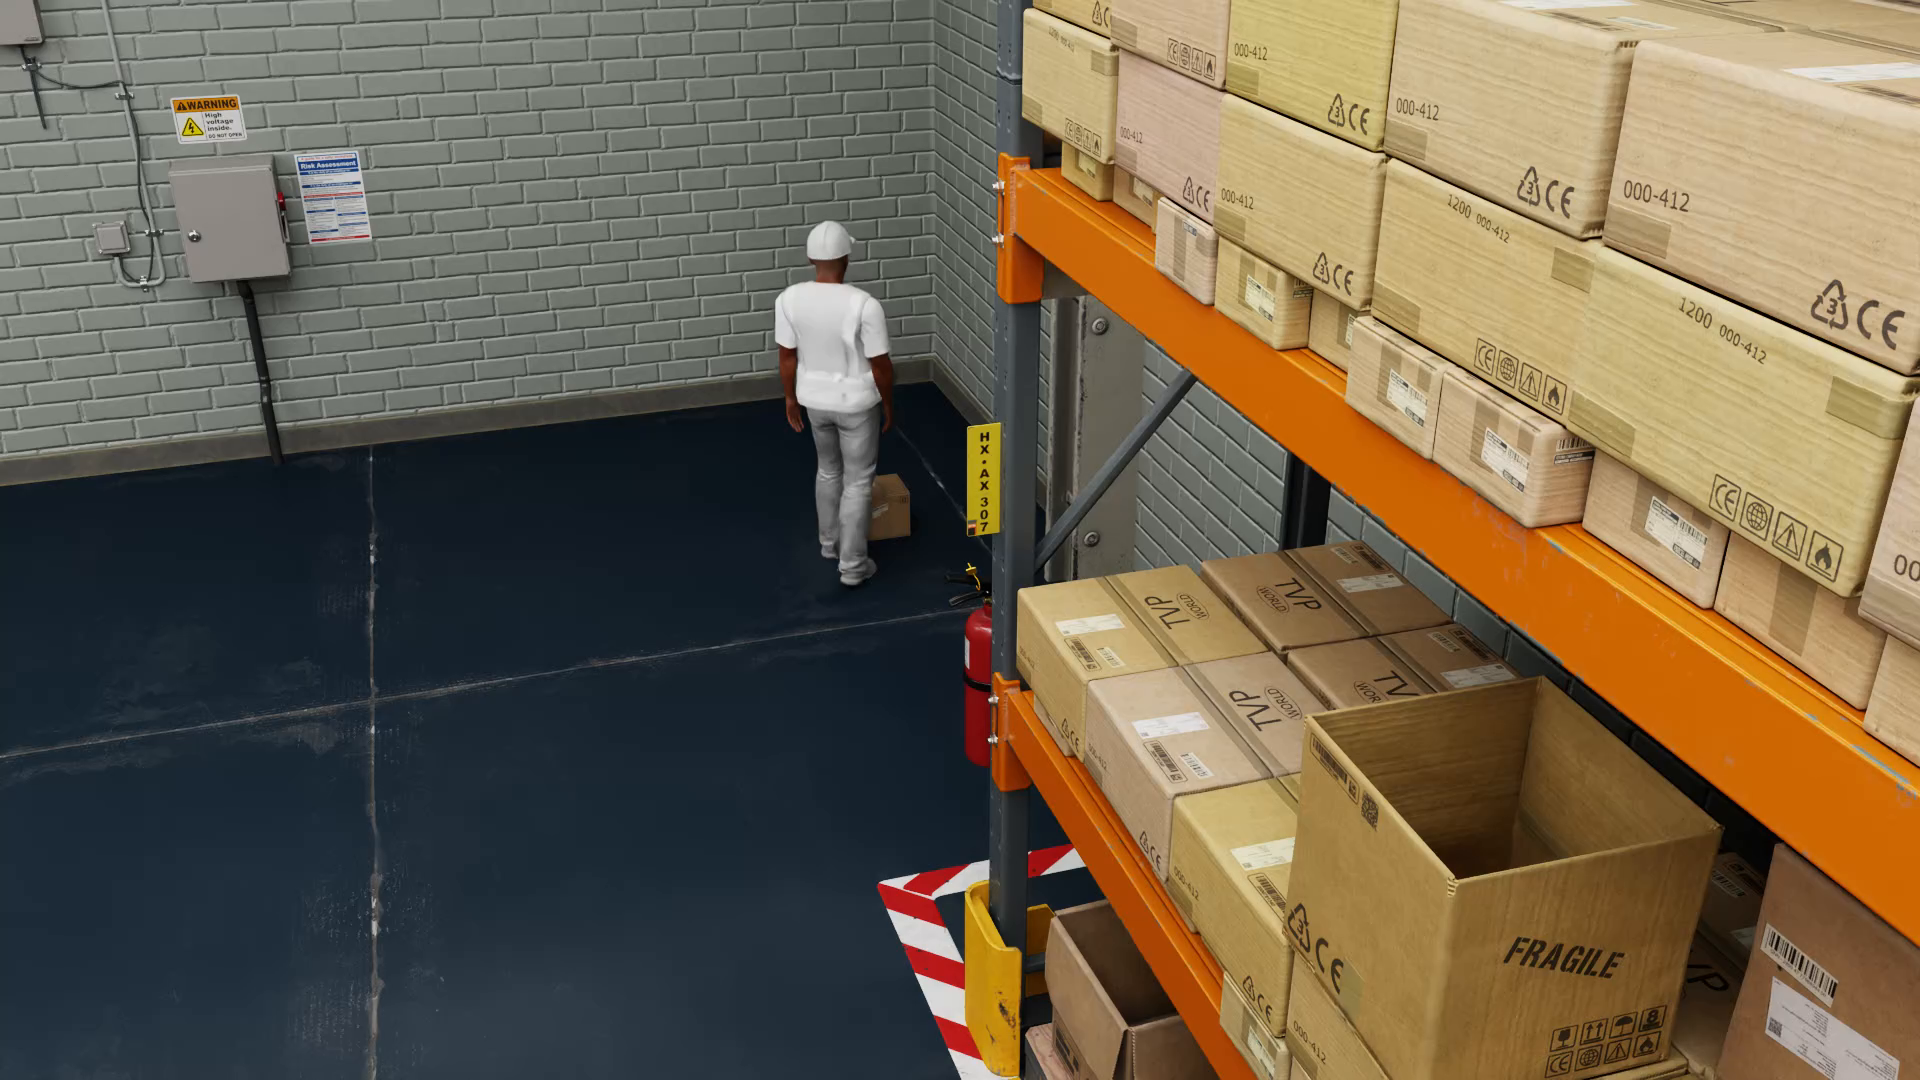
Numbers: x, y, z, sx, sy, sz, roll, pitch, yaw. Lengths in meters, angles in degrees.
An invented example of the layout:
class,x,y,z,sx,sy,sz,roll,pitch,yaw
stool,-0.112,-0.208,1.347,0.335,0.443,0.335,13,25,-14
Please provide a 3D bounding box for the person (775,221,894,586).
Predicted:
class,x,y,z,sx,sy,sz,roll,pitch,yaw
person,-0.568,-0.669,7.991,0.568,1.776,0.567,10,28,19
